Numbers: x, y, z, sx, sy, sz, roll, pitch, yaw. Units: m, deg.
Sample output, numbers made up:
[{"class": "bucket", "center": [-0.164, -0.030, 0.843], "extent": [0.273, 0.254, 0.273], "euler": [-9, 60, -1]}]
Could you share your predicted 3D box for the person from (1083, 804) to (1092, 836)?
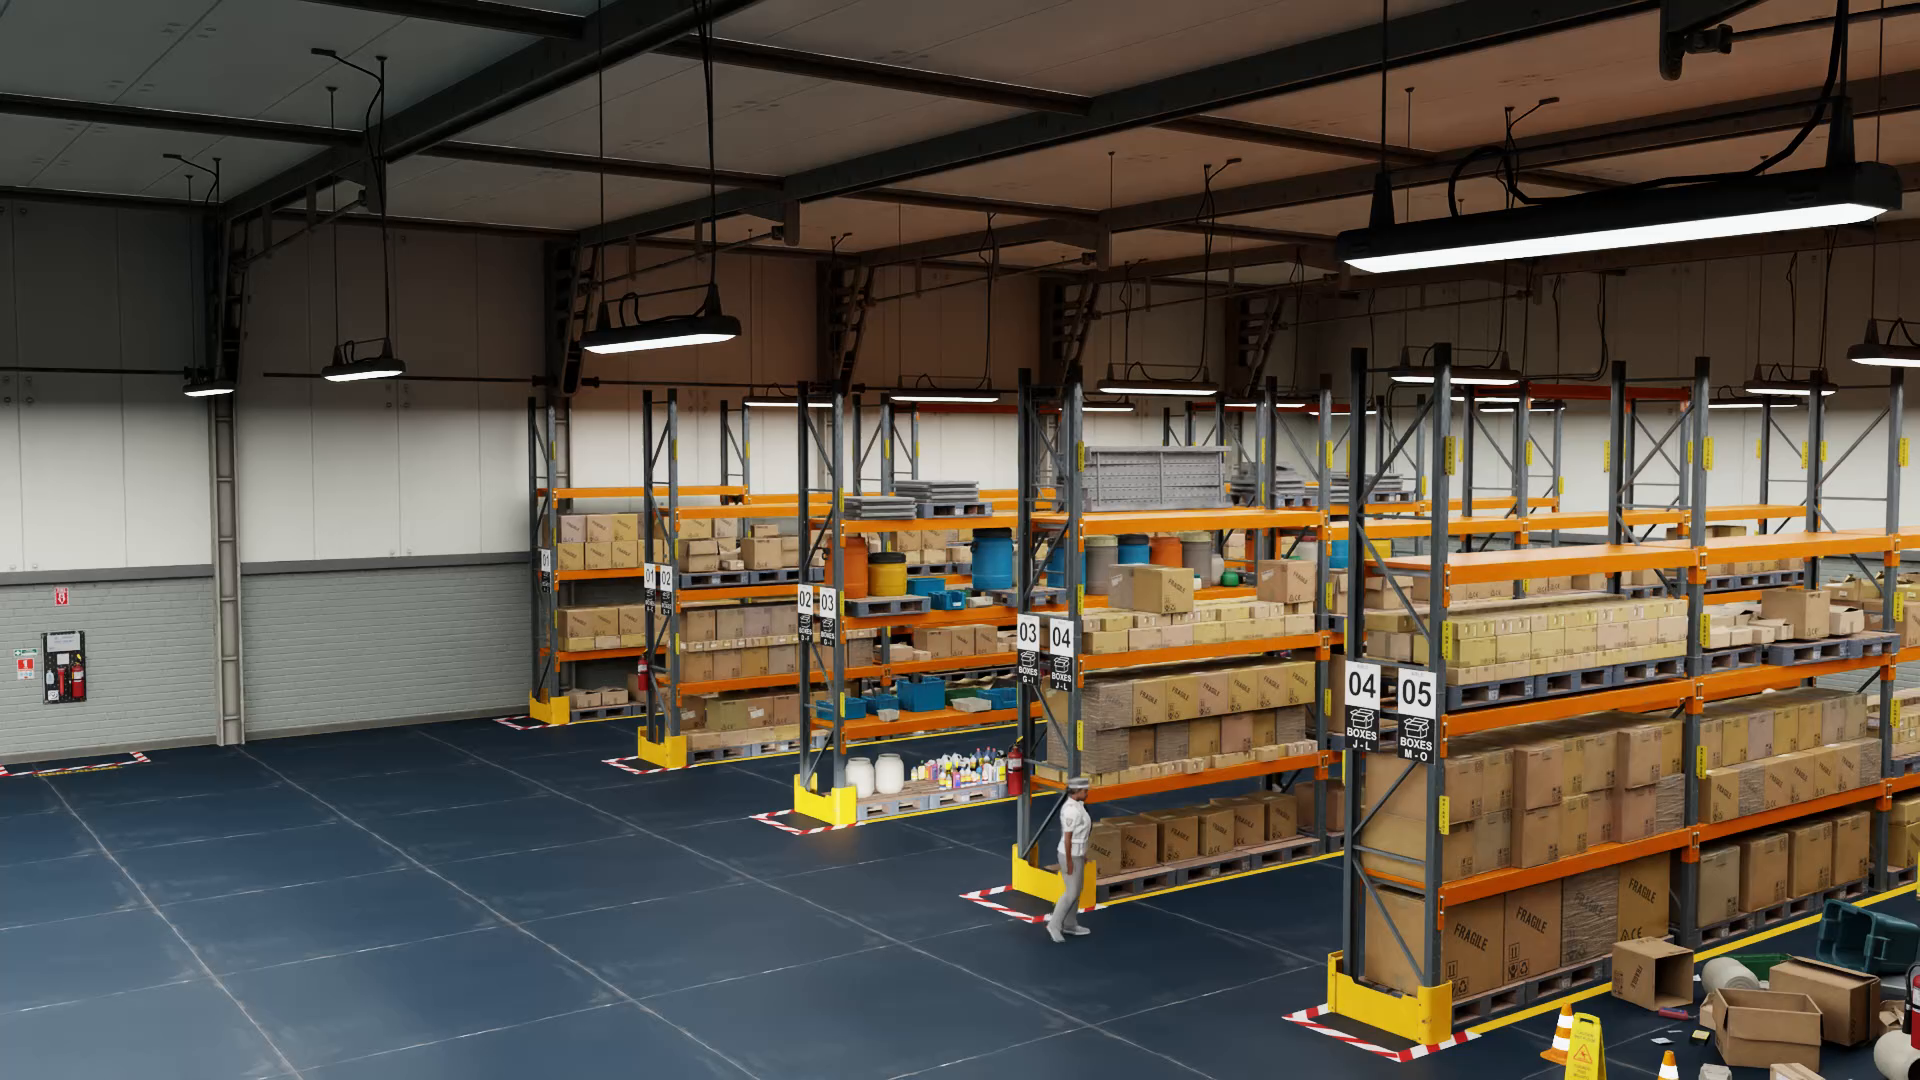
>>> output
[{"class": "person", "center": [1.283, 3.017, 17.496], "extent": [0.221, 0.502, 0.145], "euler": [1, 3, 14]}]

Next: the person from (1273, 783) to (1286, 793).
[{"class": "person", "center": [4.700, 3.597, 24.468], "extent": [0.608, 0.255, 0.419], "euler": [-2, 4, -33]}]
